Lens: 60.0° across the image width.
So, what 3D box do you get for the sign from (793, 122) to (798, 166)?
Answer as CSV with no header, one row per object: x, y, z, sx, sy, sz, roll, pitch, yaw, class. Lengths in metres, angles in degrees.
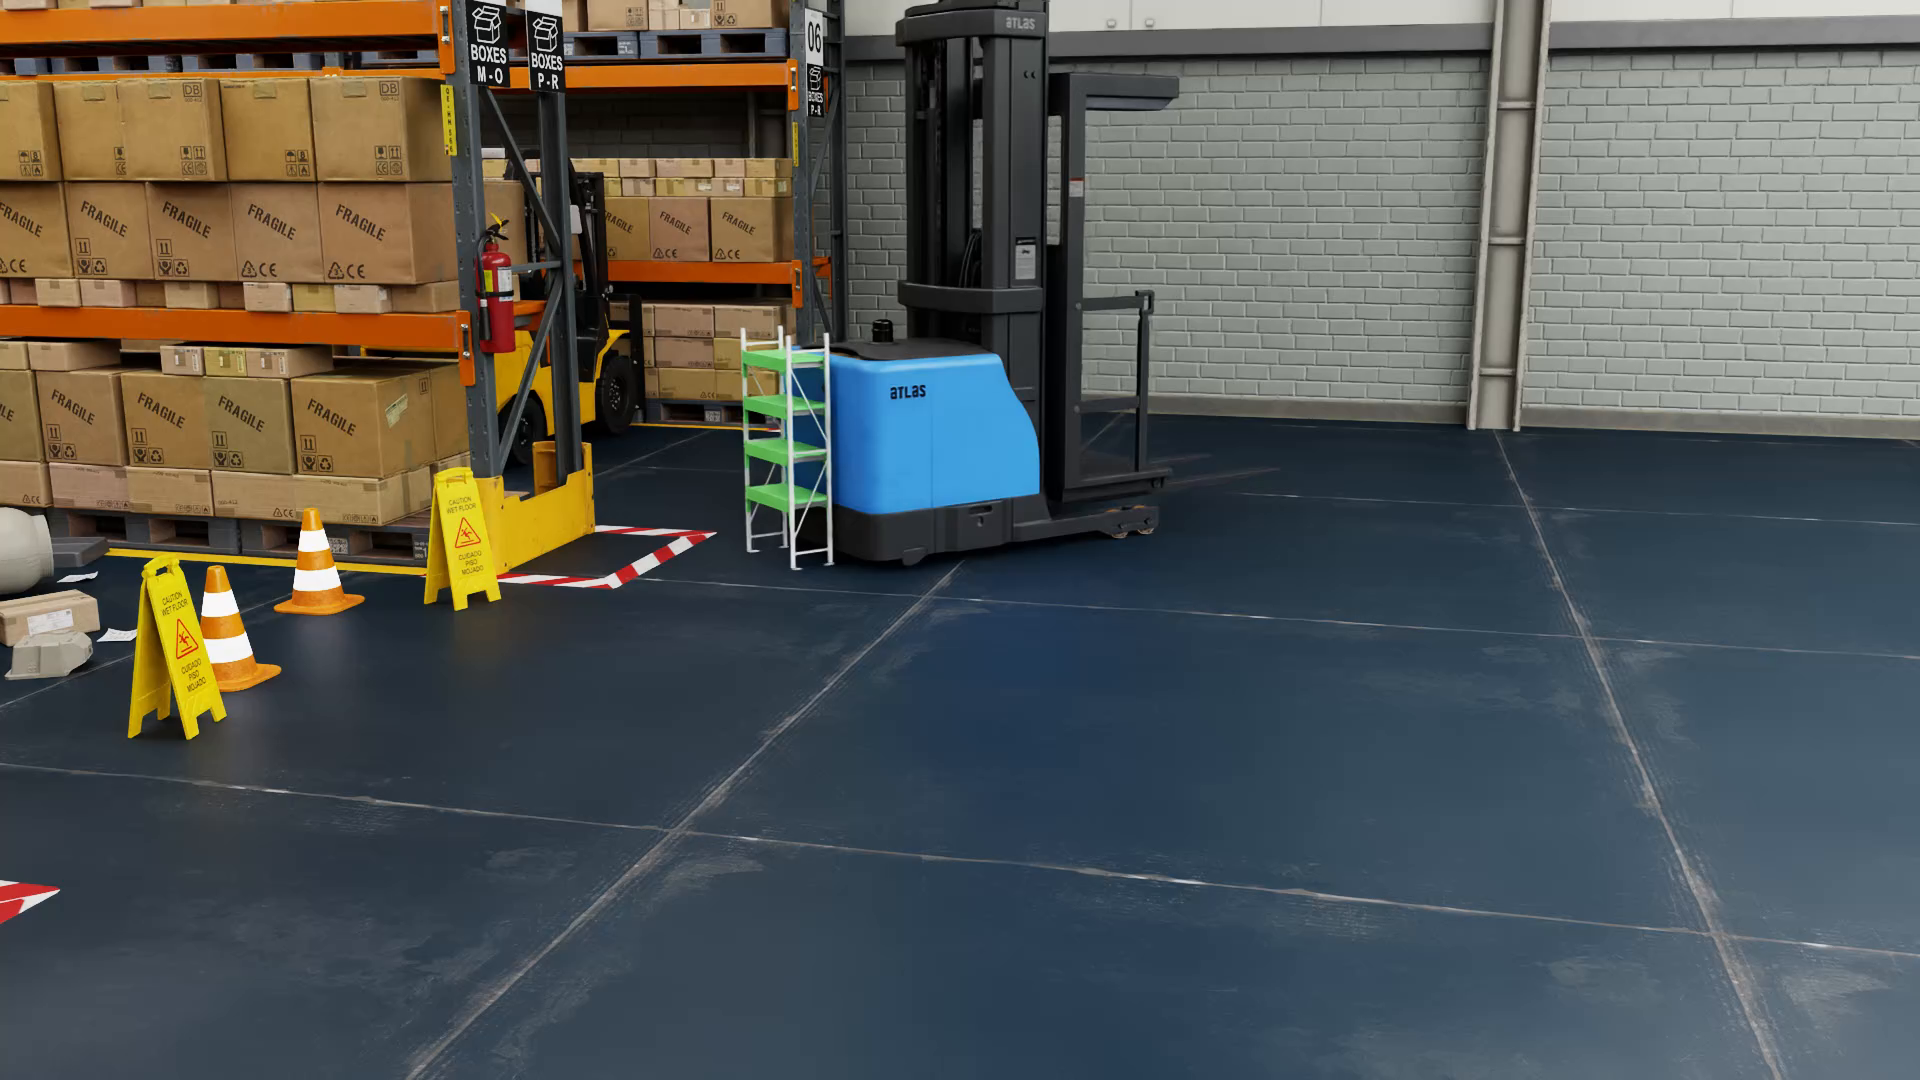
-1.253,-3.017,12.689,0.005,0.325,0.100,3,13,14,sign

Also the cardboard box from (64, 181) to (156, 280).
-4.345,-1.654,8.846,0.500,0.500,0.500,3,13,14,cardboard box

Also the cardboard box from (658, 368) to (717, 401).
-2.122,-1.298,13.539,0.500,0.250,0.500,3,13,14,cardboard box

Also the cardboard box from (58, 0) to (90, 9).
-4.435,-2.807,8.615,0.250,0.149,0.380,3,13,14,cardboard box

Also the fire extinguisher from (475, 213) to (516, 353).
-2.294,-1.265,8.190,0.183,0.674,0.296,3,13,14,fire extinguisher

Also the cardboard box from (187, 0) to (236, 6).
-3.691,-2.764,8.423,0.250,0.149,0.380,3,13,13,cardboard box

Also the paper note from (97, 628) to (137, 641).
-3.689,0.413,7.301,0.142,0.019,0.148,-1,13,-6,paper note

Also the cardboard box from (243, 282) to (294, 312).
-3.483,-1.272,8.623,0.250,0.149,0.380,3,13,15,cardboard box

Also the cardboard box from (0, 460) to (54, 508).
-5.149,-0.363,9.325,0.500,0.250,0.500,4,13,17,cardboard box

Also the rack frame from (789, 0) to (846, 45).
-1.109,-5.379,12.701,0.127,3.000,1.000,3,13,14,rack frame

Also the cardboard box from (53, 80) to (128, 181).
-4.303,-2.156,8.802,0.500,0.500,0.700,3,13,13,cardboard box

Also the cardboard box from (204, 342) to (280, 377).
-3.751,-0.957,8.770,0.250,0.149,0.380,3,13,14,cardboard box

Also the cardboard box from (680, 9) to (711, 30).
-1.986,-4.025,12.903,0.250,0.149,0.380,3,13,12,cardboard box

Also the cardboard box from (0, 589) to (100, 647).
-4.051,0.343,7.346,0.250,0.149,0.380,12,17,43,cardboard box

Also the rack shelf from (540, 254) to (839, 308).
-3.051,-2.202,13.896,4.000,0.370,1.077,3,13,14,rack shelf

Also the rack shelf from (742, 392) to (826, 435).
-0.903,-0.660,8.626,0.258,0.148,0.480,-8,15,-33,rack shelf

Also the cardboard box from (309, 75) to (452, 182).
-2.843,-2.069,8.406,0.500,0.500,0.700,3,13,12,cardboard box

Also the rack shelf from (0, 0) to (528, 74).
-4.237,-2.623,8.866,4.000,0.370,1.077,3,13,14,rack shelf

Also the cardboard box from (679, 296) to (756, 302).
-2.016,-1.891,13.900,0.500,0.250,0.500,3,13,14,cardboard box

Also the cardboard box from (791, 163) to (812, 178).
-1.384,-3.023,13.518,0.250,0.149,0.380,3,13,12,cardboard box

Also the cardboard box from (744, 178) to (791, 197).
-1.513,-2.774,13.085,0.250,0.149,0.380,3,13,14,cardboard box

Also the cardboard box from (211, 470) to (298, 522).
-3.645,-0.282,8.960,0.500,0.250,0.500,3,13,14,cardboard box

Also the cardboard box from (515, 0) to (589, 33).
-3.127,-4.303,13.338,0.637,0.503,0.797,3,13,15,cardboard box

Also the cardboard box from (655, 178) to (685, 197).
-2.243,-2.823,13.304,0.250,0.149,0.380,3,13,13,cardboard box

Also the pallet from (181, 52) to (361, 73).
-5.852,-4.072,14.176,1.217,0.209,0.805,3,13,11,pallet

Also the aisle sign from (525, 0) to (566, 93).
-2.160,-2.737,8.643,0.004,0.787,0.394,3,13,14,aisle sign

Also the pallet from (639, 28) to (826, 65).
-1.789,-3.913,13.225,1.213,0.211,1.003,3,13,14,pallet

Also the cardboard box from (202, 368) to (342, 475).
-3.643,-0.648,8.875,0.500,0.500,0.500,4,13,16,cardboard box

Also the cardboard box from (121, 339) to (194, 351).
-6.984,-1.808,14.972,0.625,0.625,0.875,3,13,11,cardboard box

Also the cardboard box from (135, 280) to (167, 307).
-4.189,-1.341,8.933,0.250,0.149,0.380,3,13,14,cardboard box

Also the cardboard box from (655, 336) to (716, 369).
-2.141,-1.544,13.494,0.500,0.250,0.500,3,13,13,cardboard box

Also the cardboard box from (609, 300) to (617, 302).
-3.111,-1.836,13.655,0.500,0.250,0.500,3,13,12,cardboard box

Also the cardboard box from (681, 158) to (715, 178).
-2.015,-2.949,13.185,0.250,0.149,0.380,3,13,15,cardboard box

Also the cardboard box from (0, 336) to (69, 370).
-5.064,-1.026,9.083,0.250,0.149,0.380,4,13,16,cardboard box

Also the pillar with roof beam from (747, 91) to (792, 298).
-2.601,-4.699,9.638,0.400,9.000,9.100,3,13,14,pillar with roof beam

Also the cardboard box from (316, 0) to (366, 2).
-2.958,-2.713,8.193,0.250,0.149,0.380,3,13,14,cardboard box

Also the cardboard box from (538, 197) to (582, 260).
-3.140,-2.548,13.563,0.500,0.500,0.500,3,13,14,cardboard box

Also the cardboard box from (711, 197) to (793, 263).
-1.650,-2.469,13.206,0.500,0.500,0.500,3,13,12,cardboard box

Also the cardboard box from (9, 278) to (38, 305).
-4.928,-1.370,9.064,0.250,0.149,0.380,3,13,13,cardboard box

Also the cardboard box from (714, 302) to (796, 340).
-1.631,-1.759,13.307,0.500,0.250,0.500,4,13,15,cardboard box

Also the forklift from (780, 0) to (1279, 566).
0.514,-1.523,9.330,3.031,2.935,1.130,-8,15,-33,forklift

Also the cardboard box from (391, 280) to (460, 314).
-2.709,-1.258,8.557,0.250,0.149,0.380,4,13,15,cardboard box

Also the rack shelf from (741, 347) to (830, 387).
-0.903,-0.895,8.574,0.258,0.148,0.480,-8,15,-33,rack shelf

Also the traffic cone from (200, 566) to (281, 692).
-2.957,0.333,6.666,0.334,0.463,0.336,3,13,14,traffic cone

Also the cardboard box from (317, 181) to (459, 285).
-2.888,-1.570,8.468,0.500,0.500,0.500,3,13,13,cardboard box

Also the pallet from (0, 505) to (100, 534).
-5.518,-0.225,9.759,1.213,0.211,1.003,3,13,14,pallet

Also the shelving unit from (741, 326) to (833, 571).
-0.903,-0.488,8.665,0.258,1.200,0.503,-8,15,-33,shelving unit

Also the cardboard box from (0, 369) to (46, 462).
-5.148,-0.730,9.244,0.500,0.500,0.500,4,13,16,cardboard box

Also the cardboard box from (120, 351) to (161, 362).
-4.550,-0.816,9.632,0.500,0.500,0.500,4,13,17,cardboard box

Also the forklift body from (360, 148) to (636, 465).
-3.387,-1.750,12.157,1.214,2.155,2.313,3,13,14,forklift body

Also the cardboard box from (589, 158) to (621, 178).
-2.771,-2.980,13.325,0.250,0.149,0.380,3,13,15,cardboard box

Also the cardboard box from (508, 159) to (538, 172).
-3.485,-3.039,13.591,0.250,0.149,0.380,3,13,13,cardboard box

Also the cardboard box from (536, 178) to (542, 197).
-3.250,-2.867,13.501,0.250,0.149,0.380,3,13,12,cardboard box
